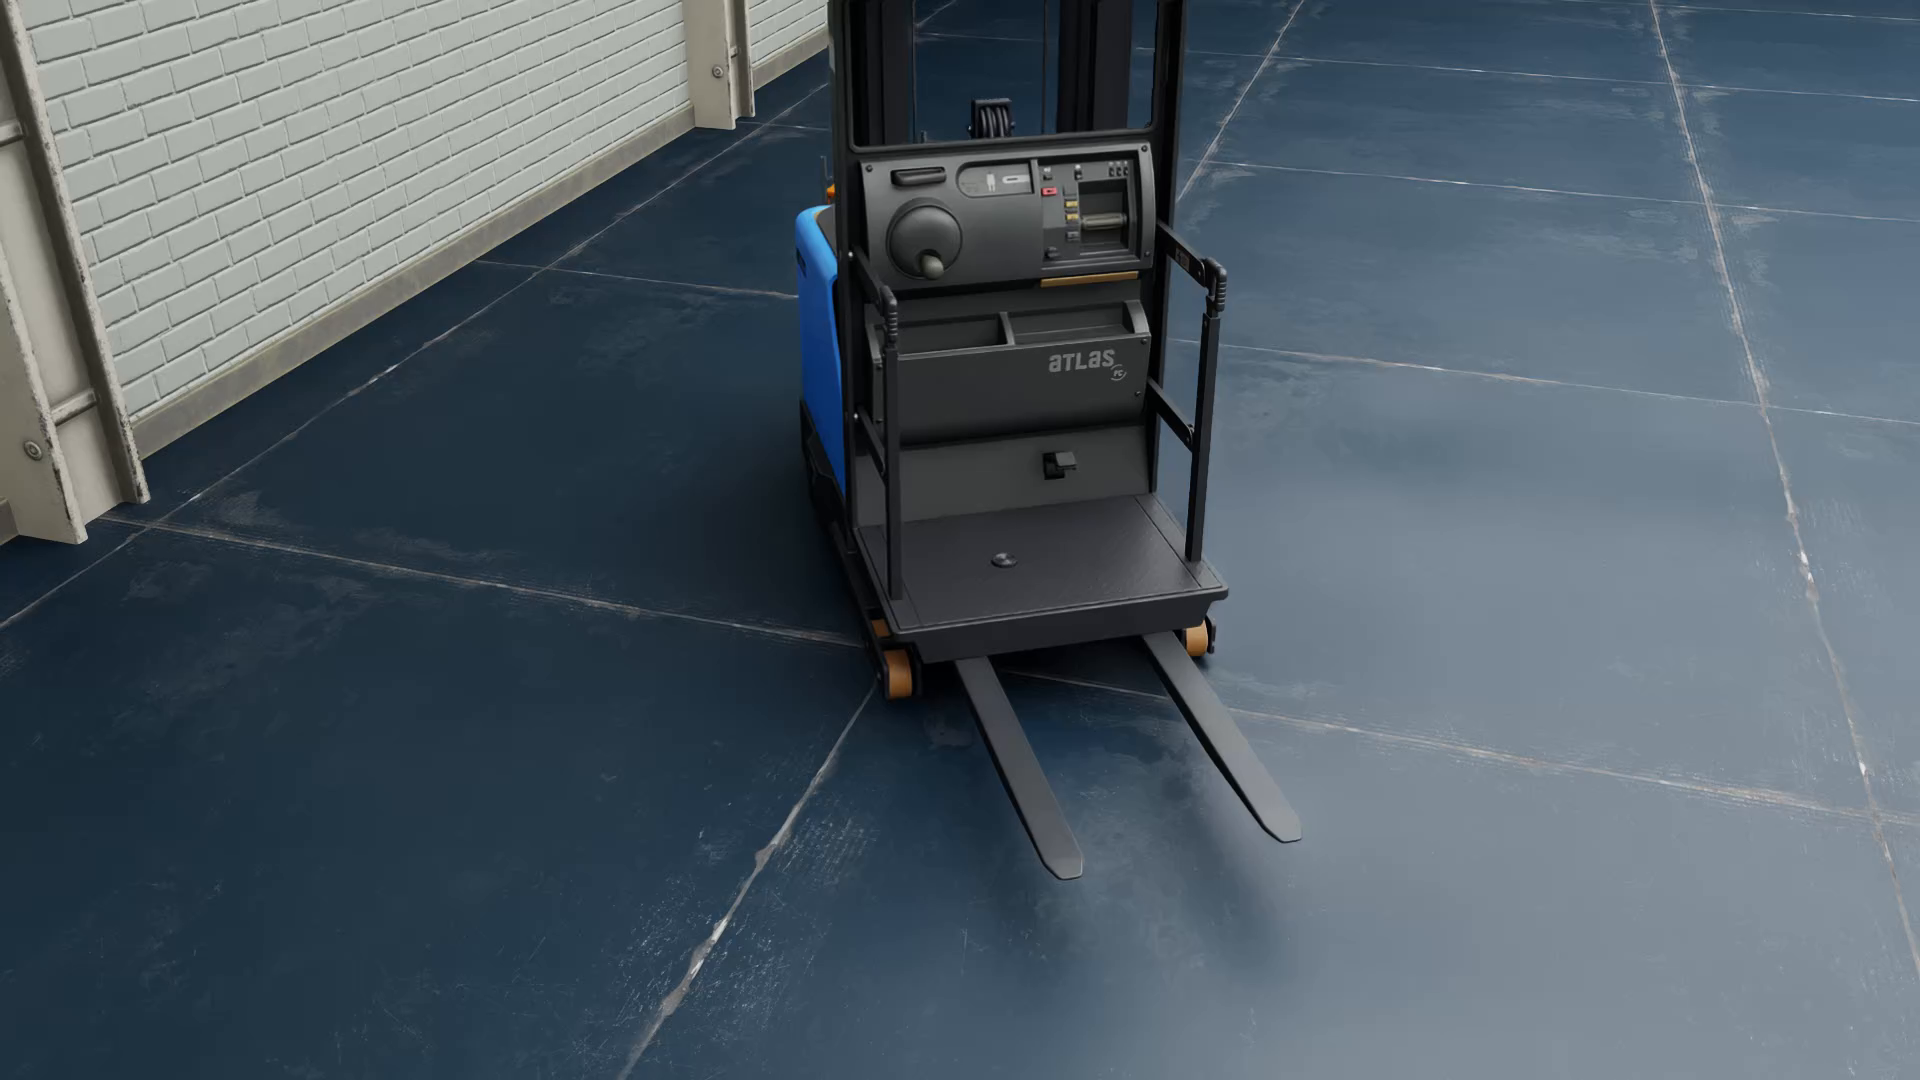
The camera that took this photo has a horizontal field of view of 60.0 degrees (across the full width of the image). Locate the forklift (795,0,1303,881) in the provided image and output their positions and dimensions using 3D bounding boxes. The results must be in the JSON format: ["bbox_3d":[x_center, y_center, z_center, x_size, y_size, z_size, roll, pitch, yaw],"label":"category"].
[{"bbox_3d":[0.212,-0.974,4.986,1.130,2.935,3.031,-7,30,-12],"label":"forklift"}]

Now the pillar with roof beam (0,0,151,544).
[{"bbox_3d":[0.727,-3.415,3.132,9.100,9.000,0.400,8,30,15],"label":"pillar with roof beam"}]

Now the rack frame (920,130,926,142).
[{"bbox_3d":[-0.255,-1.168,7.115,0.240,1.200,0.015,11,31,18],"label":"rack frame"}]

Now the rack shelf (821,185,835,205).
[{"bbox_3d":[-0.342,-1.400,6.725,0.258,0.148,0.480,11,31,18],"label":"rack shelf"}]

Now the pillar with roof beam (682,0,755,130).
[{"bbox_3d":[2.489,-6.203,8.144,9.100,9.000,0.400,8,30,15],"label":"pillar with roof beam"}]

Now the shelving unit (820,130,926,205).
[{"bbox_3d":[-0.342,-1.057,6.916,0.258,1.200,0.503,11,31,18],"label":"shelving unit"}]

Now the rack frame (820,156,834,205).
[{"bbox_3d":[-0.430,-0.946,6.717,0.240,1.200,0.015,11,31,18],"label":"rack frame"}]
